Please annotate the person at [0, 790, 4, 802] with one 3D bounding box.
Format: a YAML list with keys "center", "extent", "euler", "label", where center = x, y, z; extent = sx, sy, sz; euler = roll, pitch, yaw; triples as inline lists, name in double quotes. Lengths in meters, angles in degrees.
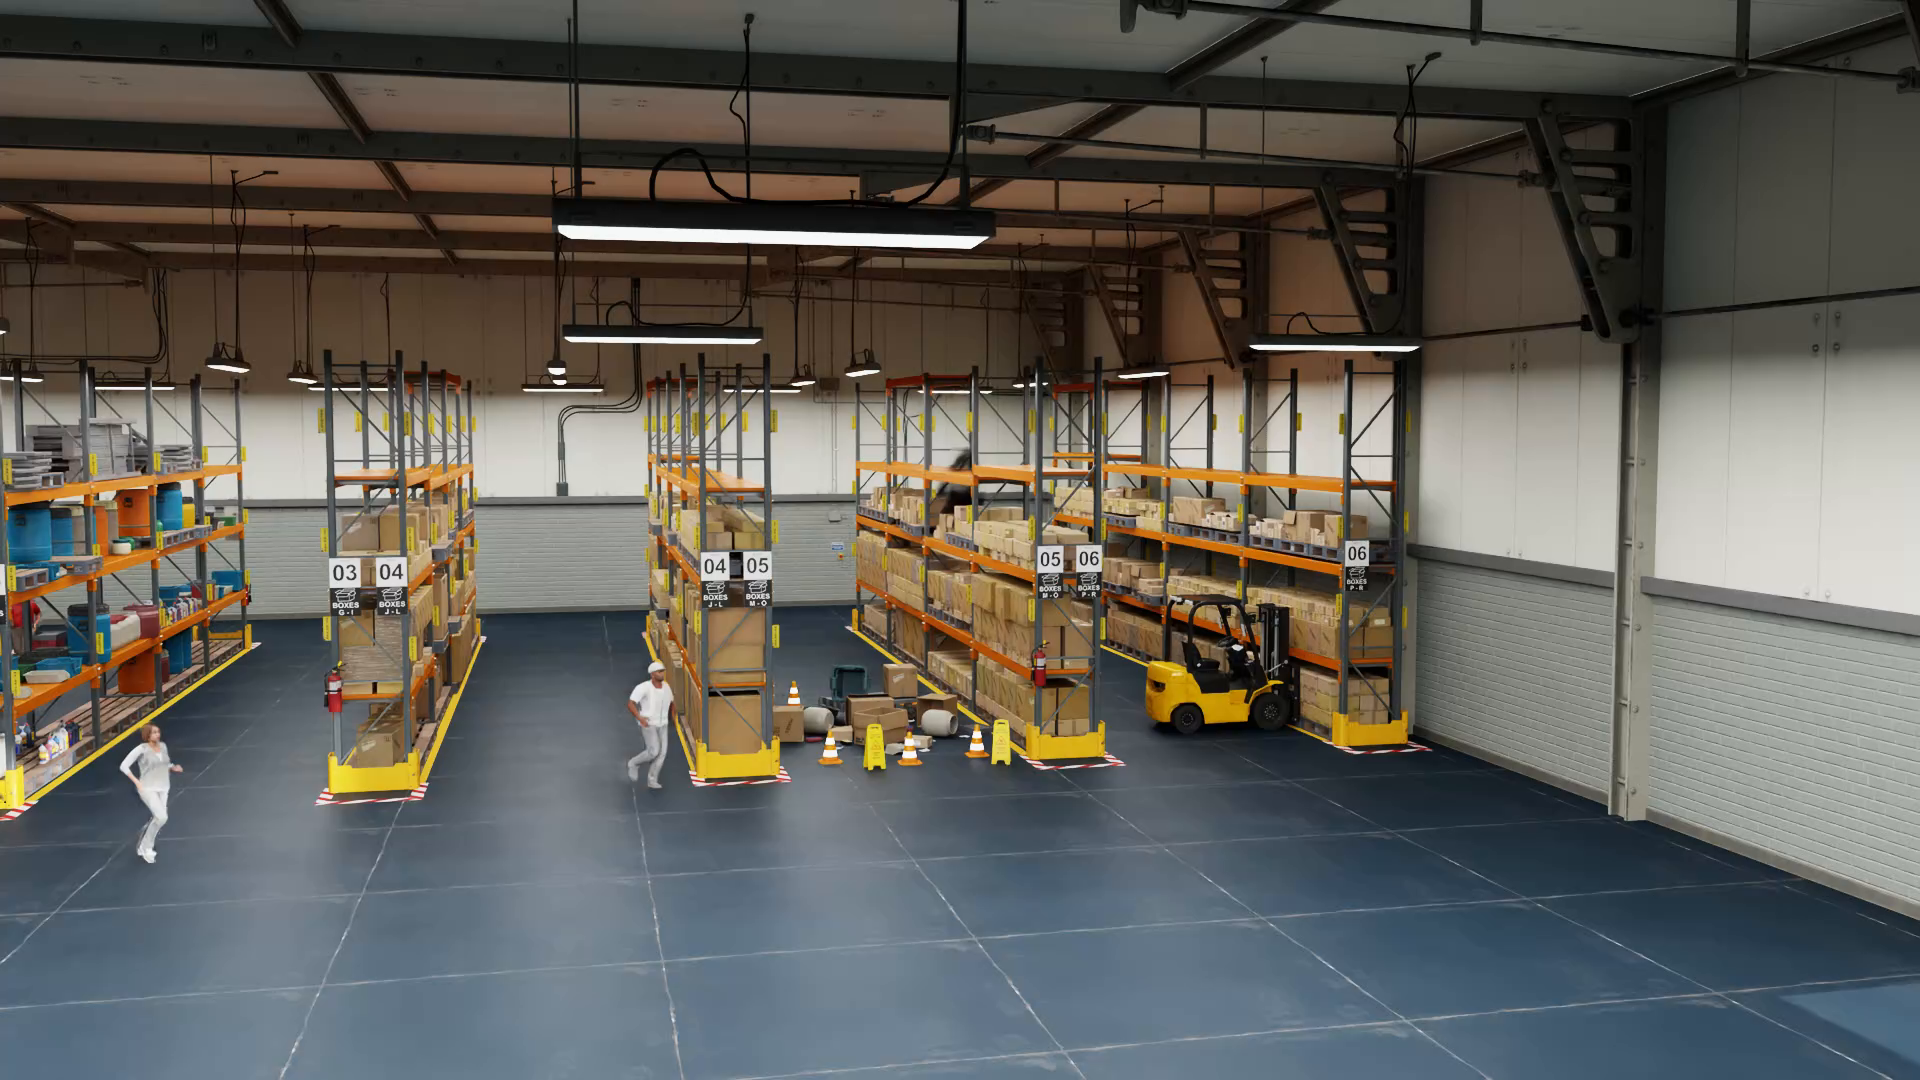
- center: [-10.535, 2.906, 17.725]
  extent: [0.633, 1.733, 0.707]
  euler: [1, 4, 8]
  label: "person"

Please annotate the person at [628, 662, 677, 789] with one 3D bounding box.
- center: [-4.240, 2.551, 23.027]
  extent: [0.591, 1.723, 0.765]
  euler: [3, 5, 38]
  label: "person"

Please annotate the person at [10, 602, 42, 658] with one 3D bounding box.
- center: [-18.637, 1.855, 33.062]
  extent: [0.652, 1.736, 0.860]
  euler: [-2, 4, -21]
  label: "person"

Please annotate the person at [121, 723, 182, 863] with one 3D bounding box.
- center: [-9.194, 2.883, 18.997]
  extent: [0.637, 1.589, 0.528]
  euler: [2, 4, 21]
  label: "person"
